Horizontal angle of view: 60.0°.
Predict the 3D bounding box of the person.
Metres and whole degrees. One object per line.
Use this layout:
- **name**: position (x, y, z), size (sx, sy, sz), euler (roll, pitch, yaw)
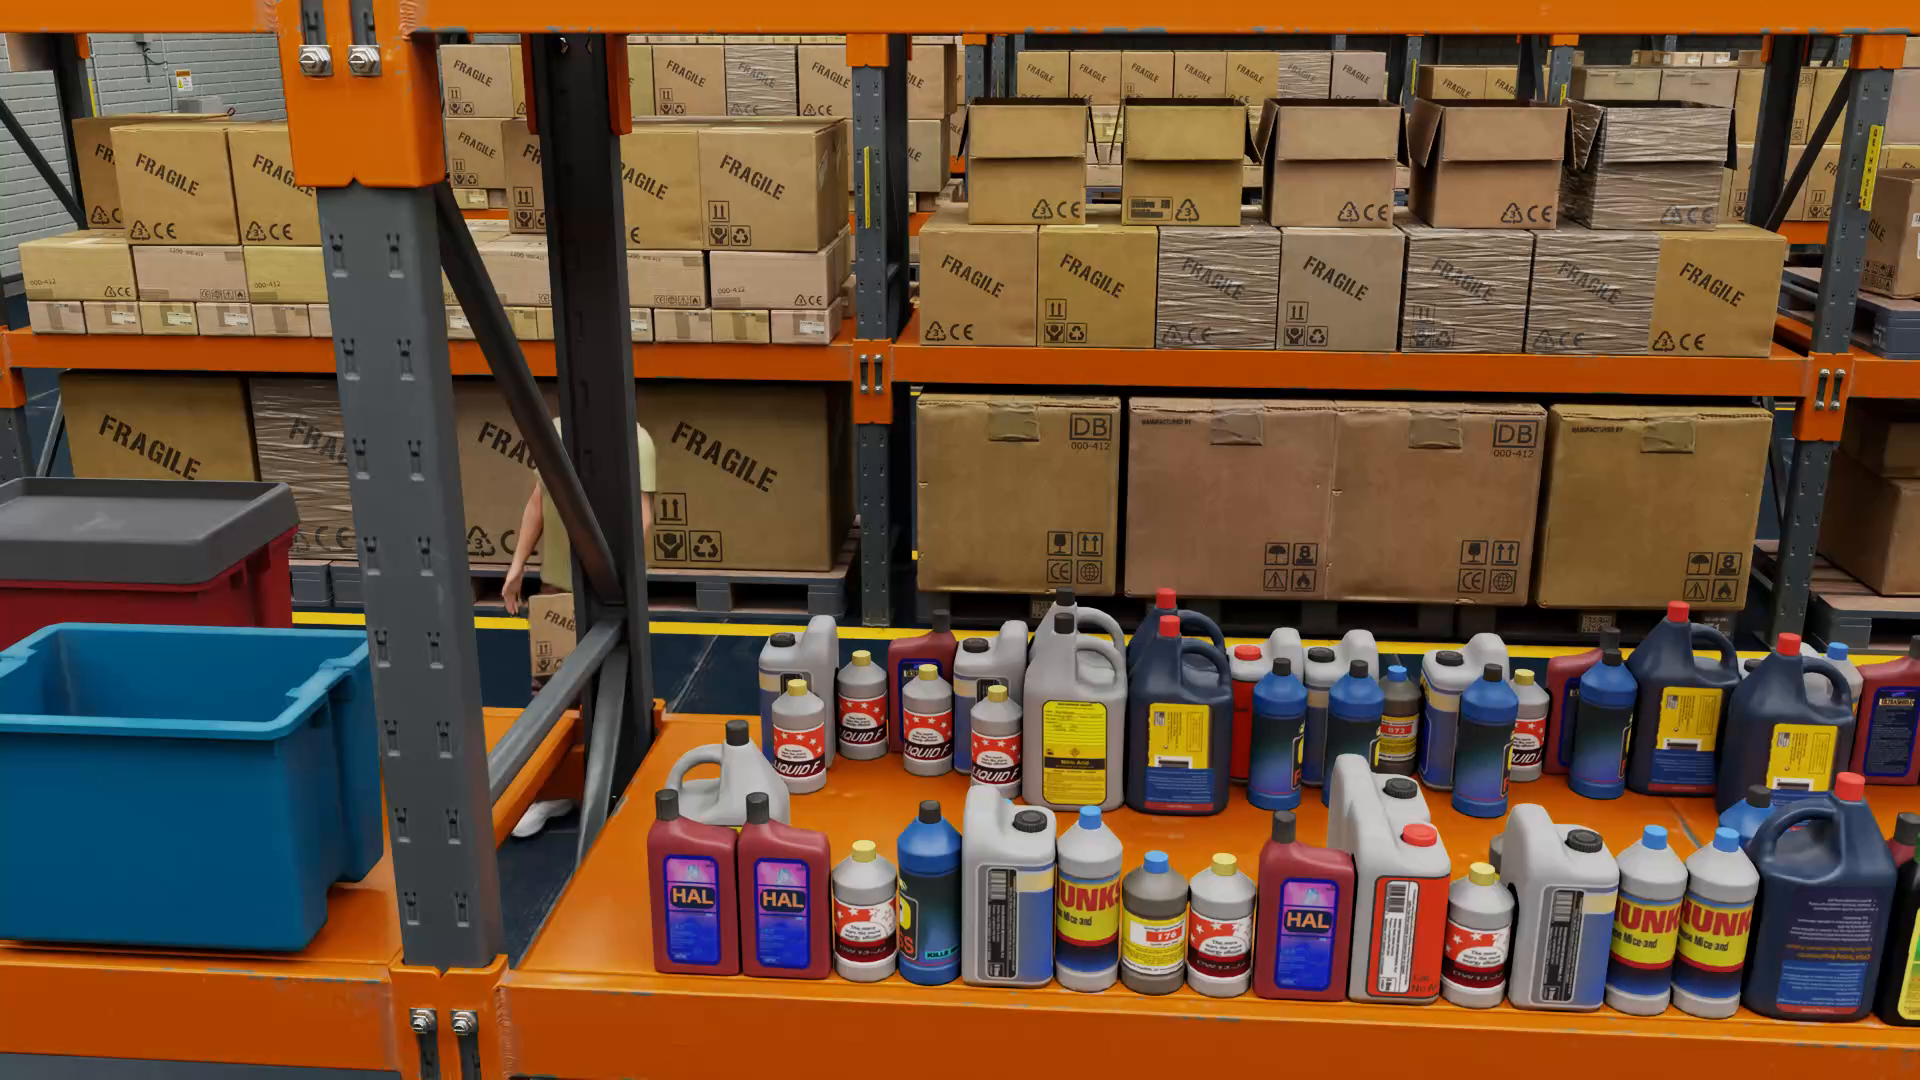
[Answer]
- **person**: position (-1.248, 0.175, 5.499), size (0.472, 1.665, 0.528), euler (8, 19, 23)
